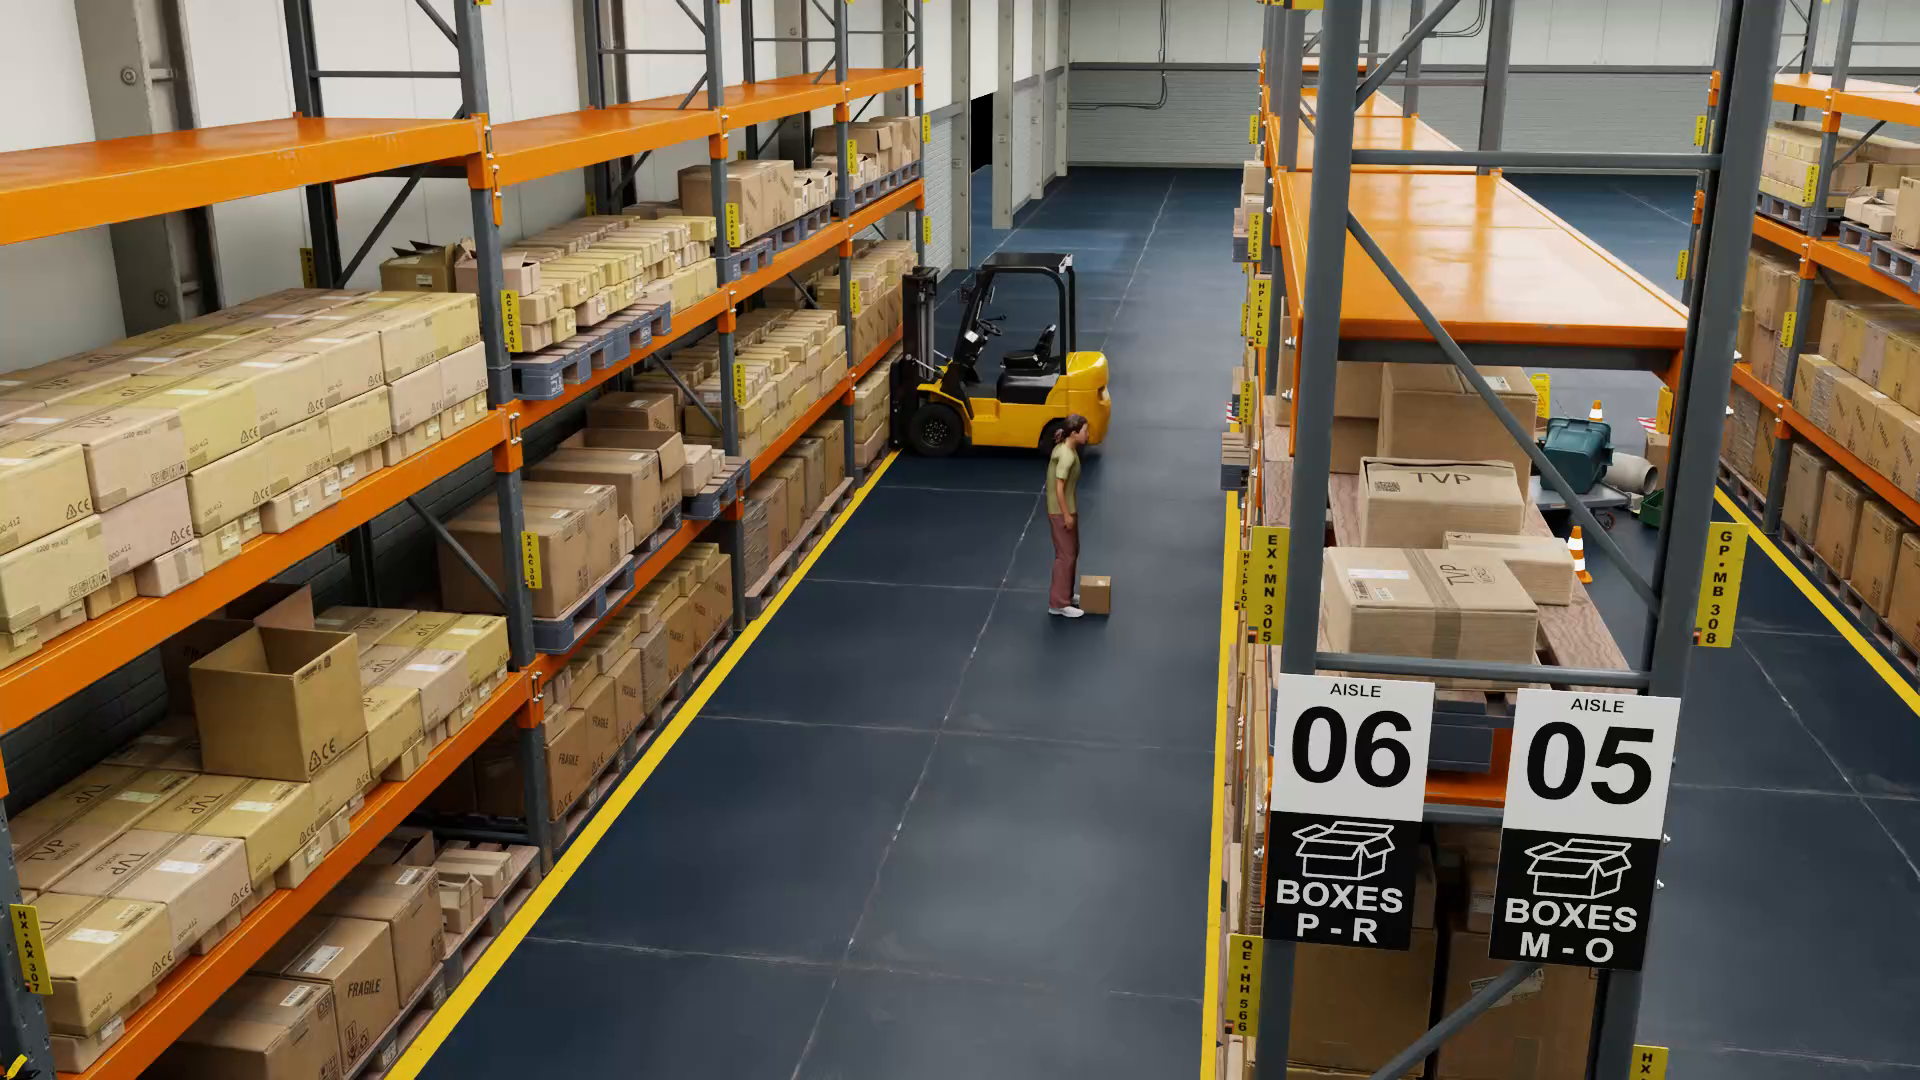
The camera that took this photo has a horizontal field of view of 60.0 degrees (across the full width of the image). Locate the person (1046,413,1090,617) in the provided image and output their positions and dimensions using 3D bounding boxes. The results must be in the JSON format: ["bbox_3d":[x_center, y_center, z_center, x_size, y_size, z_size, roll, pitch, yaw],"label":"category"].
[{"bbox_3d":[0.893,-0.228,13.760,0.352,1.673,0.516,2,18,7],"label":"person"}]
